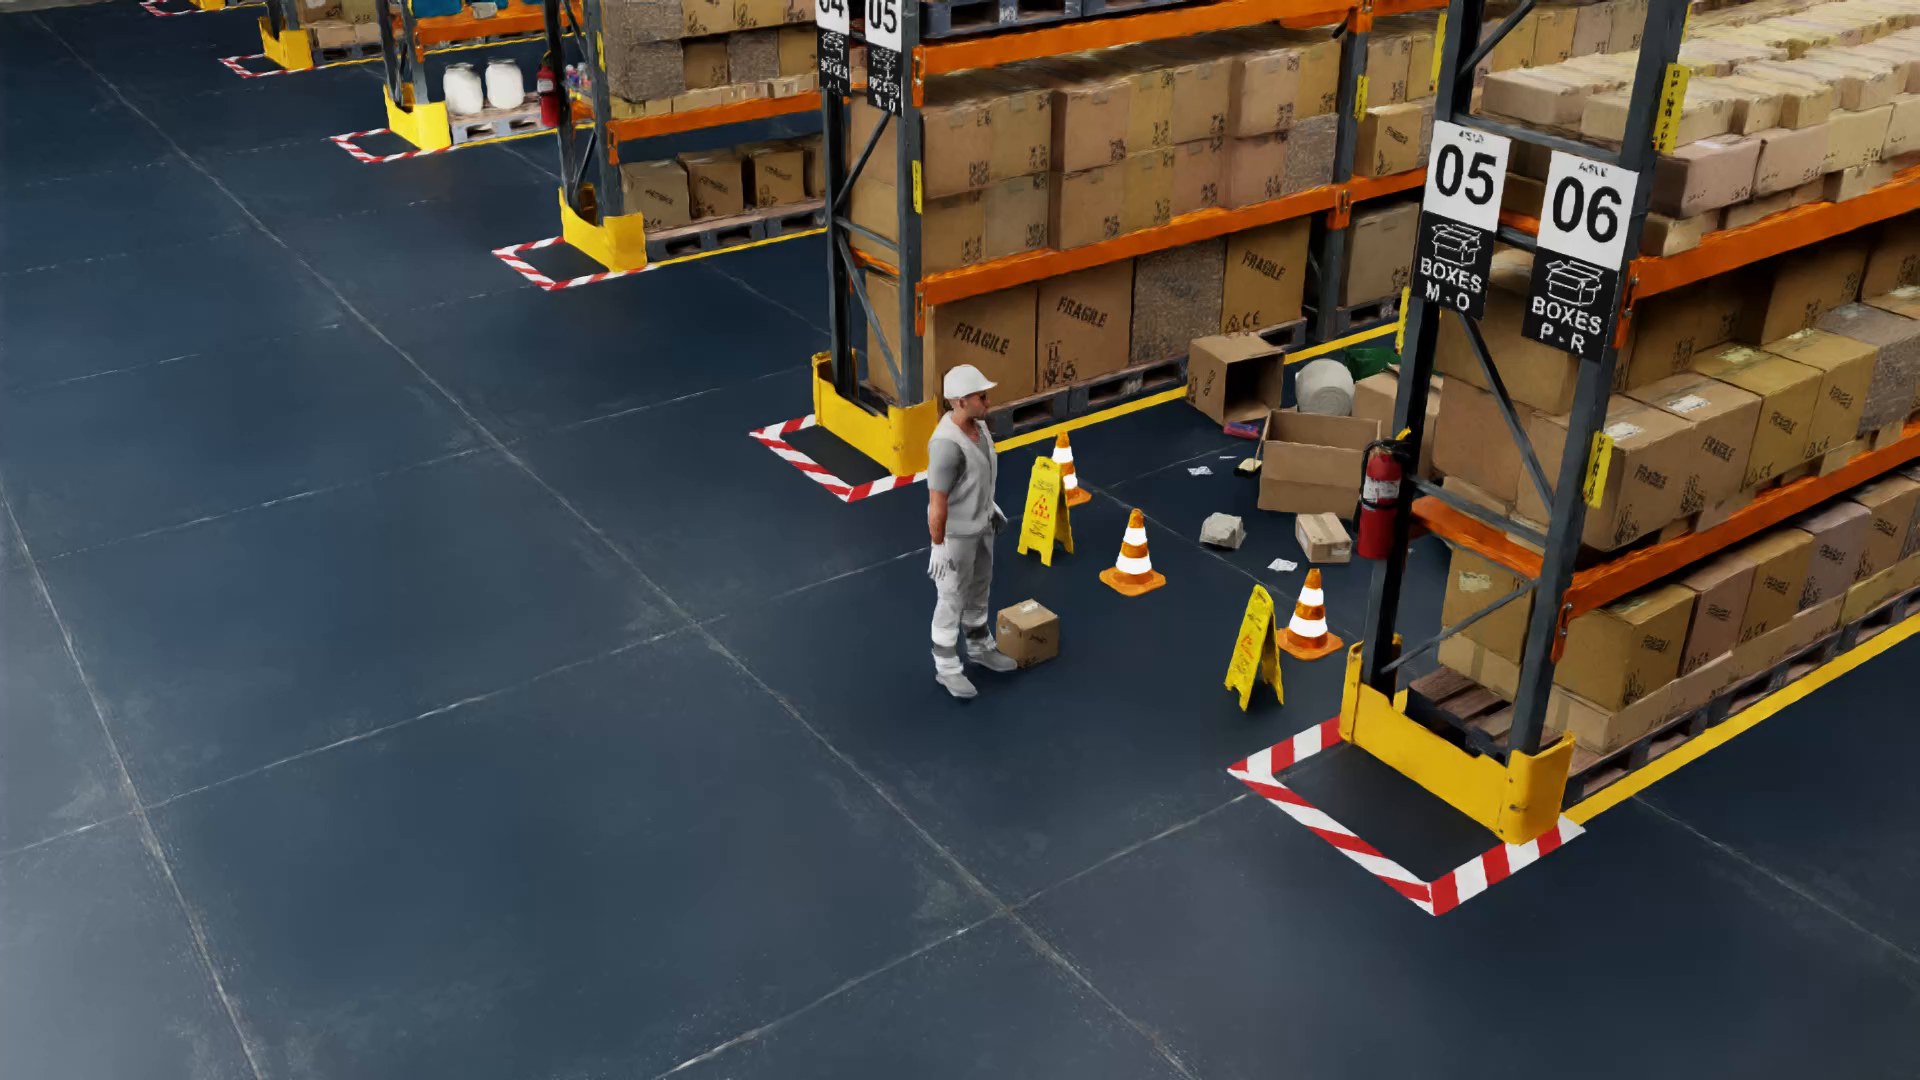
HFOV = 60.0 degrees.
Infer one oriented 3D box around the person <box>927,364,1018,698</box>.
[{"bbox_3d":[0.056,-0.045,8.621,0.465,1.798,0.607,10,30,19],"label":"person"}]
